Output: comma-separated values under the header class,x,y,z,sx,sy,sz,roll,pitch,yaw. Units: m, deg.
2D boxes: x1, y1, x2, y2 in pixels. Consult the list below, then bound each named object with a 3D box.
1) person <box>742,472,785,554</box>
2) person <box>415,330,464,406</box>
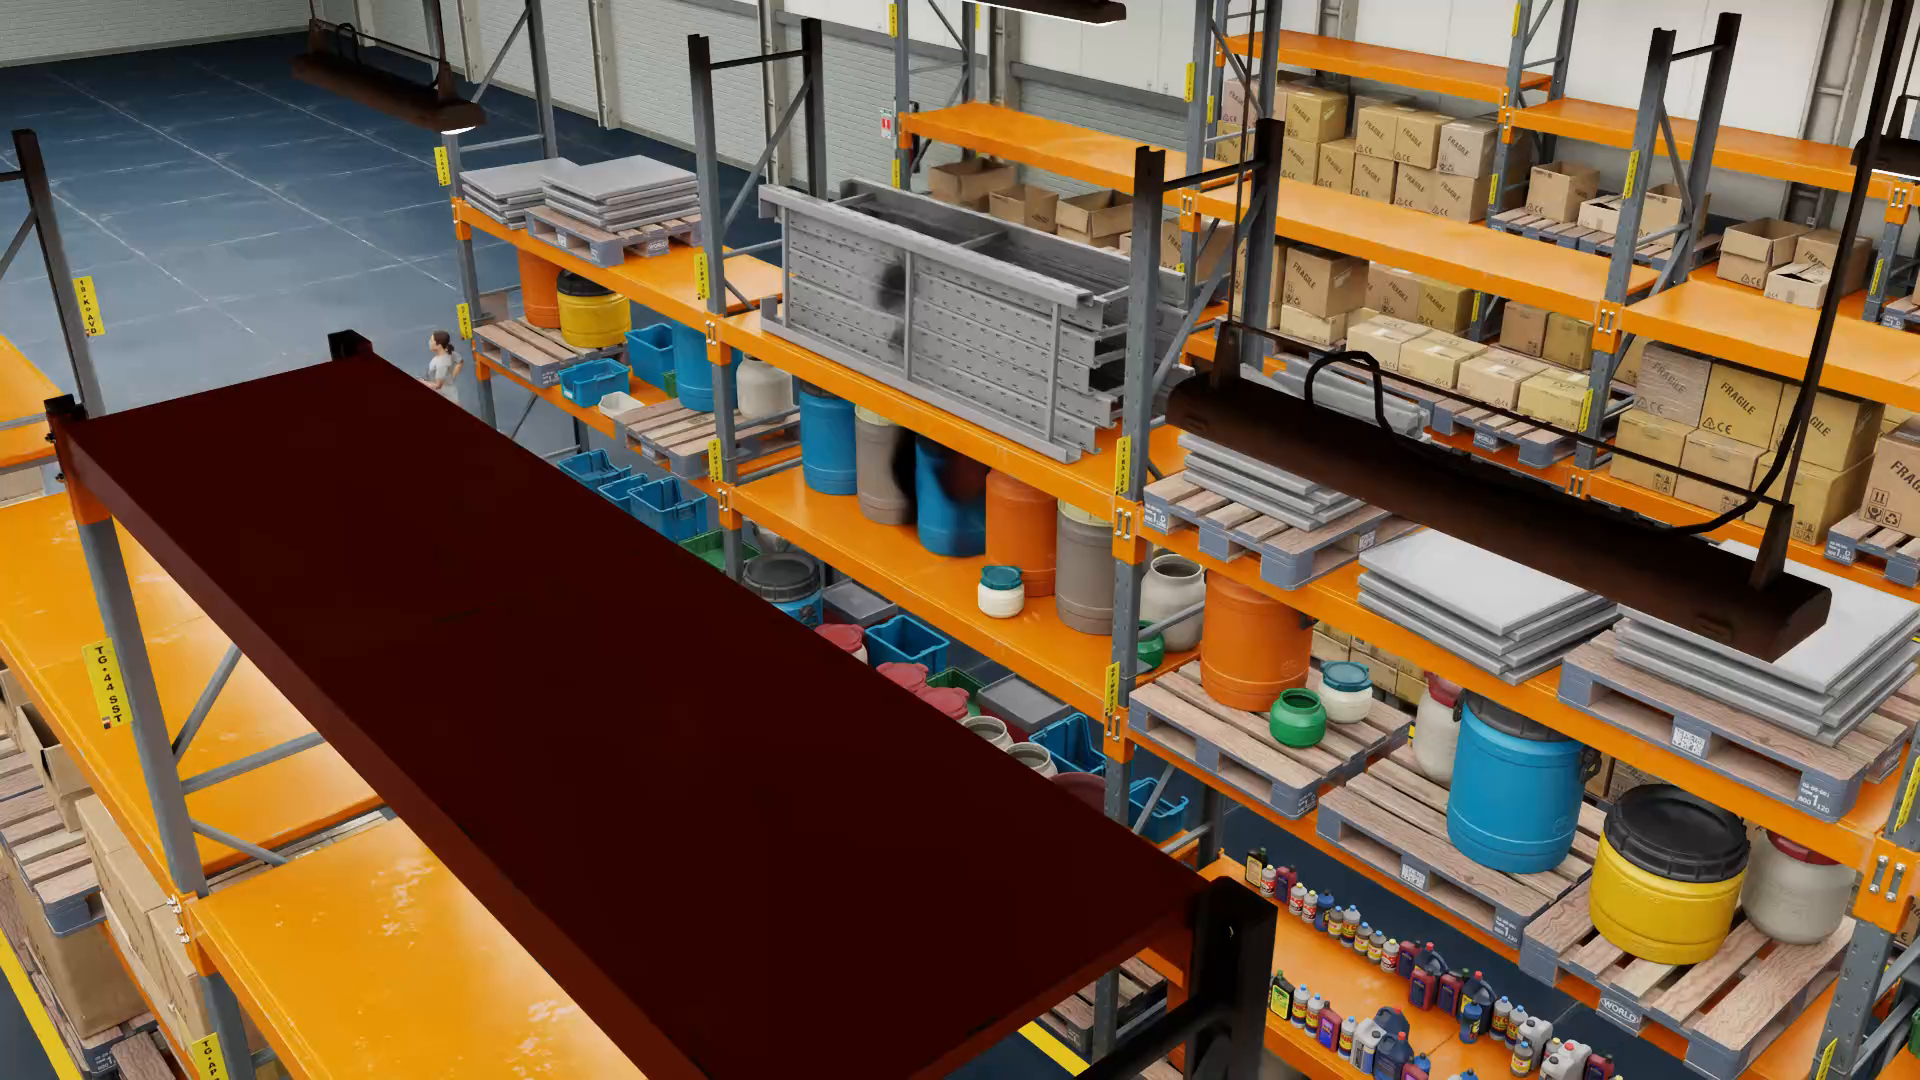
class,x,y,z,sx,sy,sz,roll,pitch,yaw
person,-1.780,-0.038,15.805,0.751,1.753,0.592,24,35,39
person,-5.816,-1.577,18.835,0.712,1.696,0.535,-9,28,-16
